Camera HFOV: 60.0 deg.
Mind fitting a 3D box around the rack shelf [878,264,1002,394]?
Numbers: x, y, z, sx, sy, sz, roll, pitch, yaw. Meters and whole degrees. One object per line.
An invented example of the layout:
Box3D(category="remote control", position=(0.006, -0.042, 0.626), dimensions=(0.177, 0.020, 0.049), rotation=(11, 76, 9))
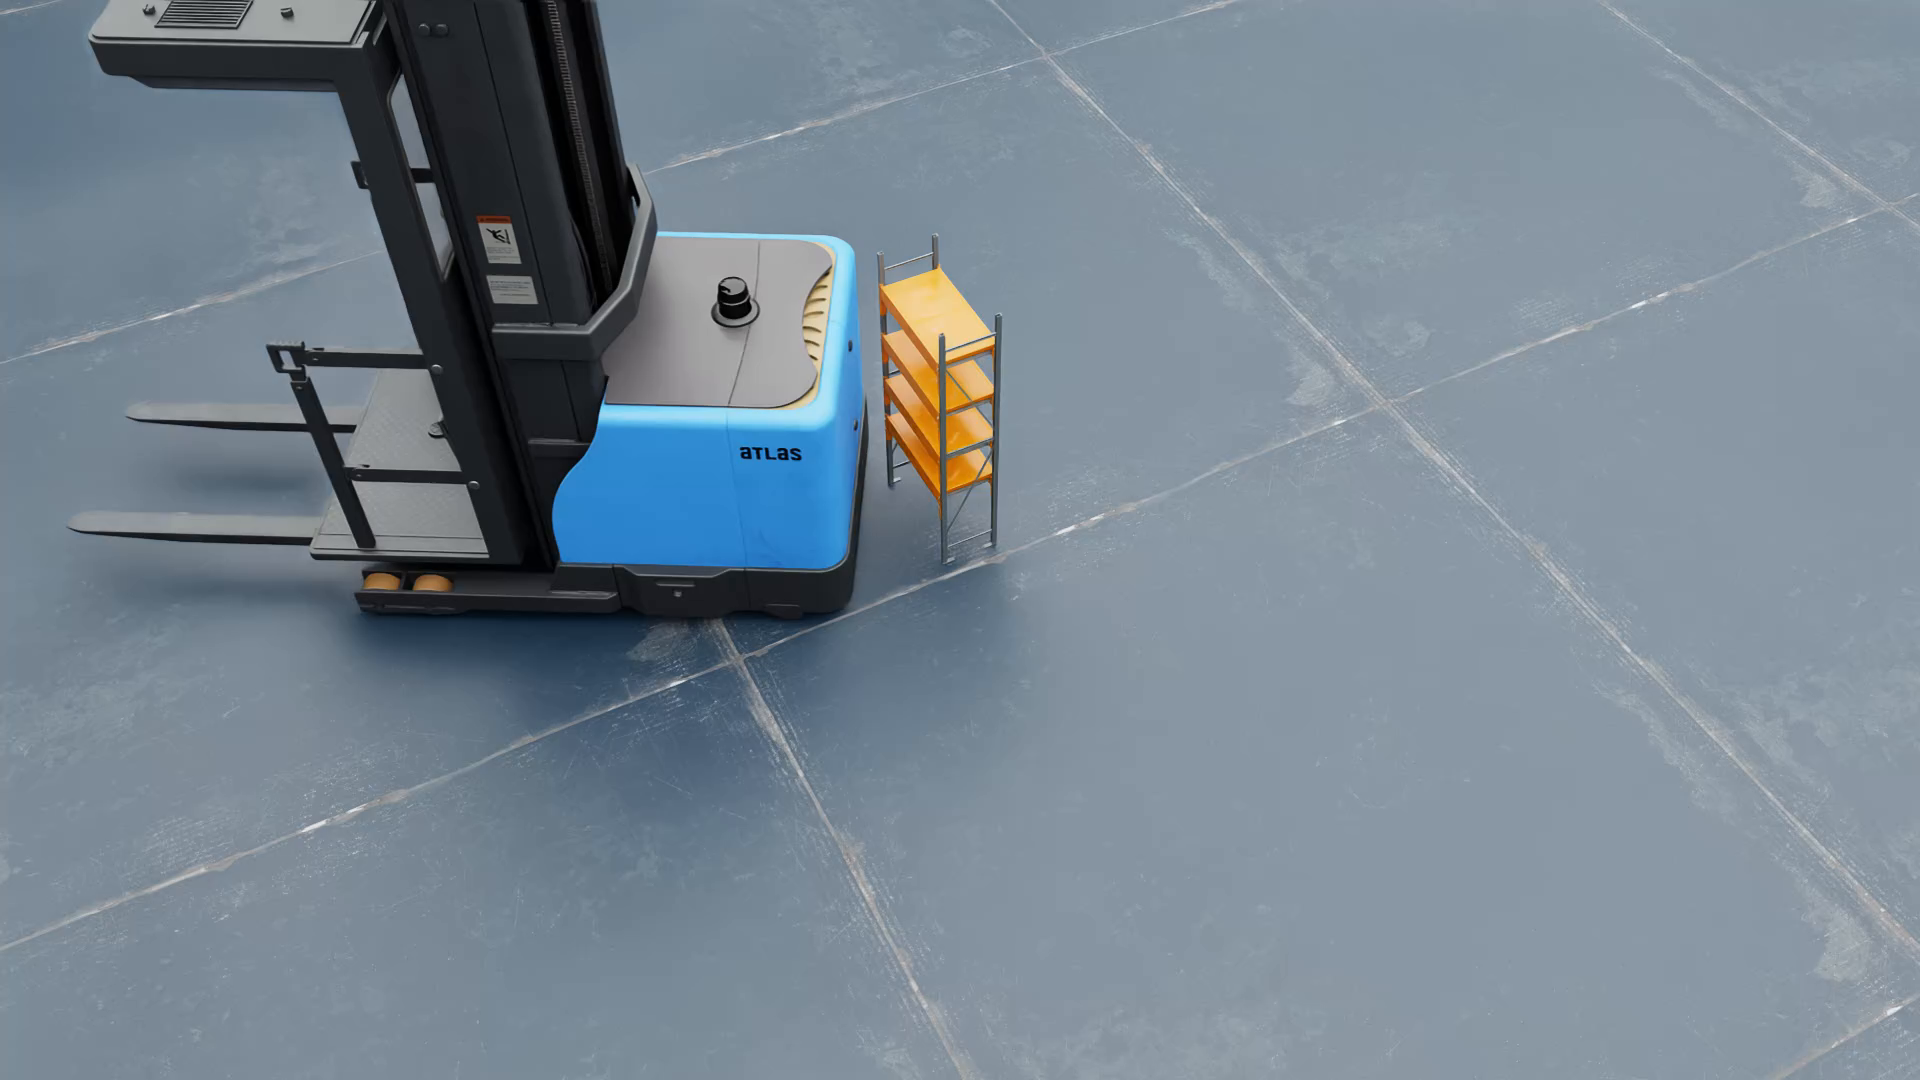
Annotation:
Box3D(category="rack shelf", position=(-0.076, -0.764, 5.992), dimensions=(0.258, 0.148, 0.480), rotation=(-21, 52, -18))

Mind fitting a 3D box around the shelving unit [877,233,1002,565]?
Box3D(category="shelving unit", position=(-0.076, -0.506, 6.288), dimensions=(0.258, 1.200, 0.503), rotation=(-21, 52, -18))

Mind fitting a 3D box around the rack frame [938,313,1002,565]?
Box3D(category="rack frame", position=(0.036, -0.342, 6.145), dimensions=(0.240, 1.200, 0.015), rotation=(-21, 52, -18))

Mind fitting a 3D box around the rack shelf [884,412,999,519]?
Box3D(category="rack shelf", position=(-0.076, -0.331, 6.488), dimensions=(0.258, 0.148, 0.480), rotation=(-21, 52, -18))

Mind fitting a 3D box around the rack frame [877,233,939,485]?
Box3D(category="rack frame", position=(-0.187, -0.669, 6.431), dimensions=(0.240, 1.200, 0.015), rotation=(-21, 52, -18))

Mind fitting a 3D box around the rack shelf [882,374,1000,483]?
Box3D(category="rack shelf", position=(-0.076, -0.461, 6.339), dimensions=(0.258, 0.148, 0.480), rotation=(-21, 52, -18))

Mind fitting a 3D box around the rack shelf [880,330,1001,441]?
Box3D(category="rack shelf", position=(-0.076, -0.609, 6.170), dimensions=(0.258, 0.148, 0.480), rotation=(-21, 52, -18))

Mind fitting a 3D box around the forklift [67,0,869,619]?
Box3D(category="forklift", position=(-1.909, -1.075, 5.636), dimensions=(3.031, 2.935, 1.130), rotation=(2, 49, 1))
